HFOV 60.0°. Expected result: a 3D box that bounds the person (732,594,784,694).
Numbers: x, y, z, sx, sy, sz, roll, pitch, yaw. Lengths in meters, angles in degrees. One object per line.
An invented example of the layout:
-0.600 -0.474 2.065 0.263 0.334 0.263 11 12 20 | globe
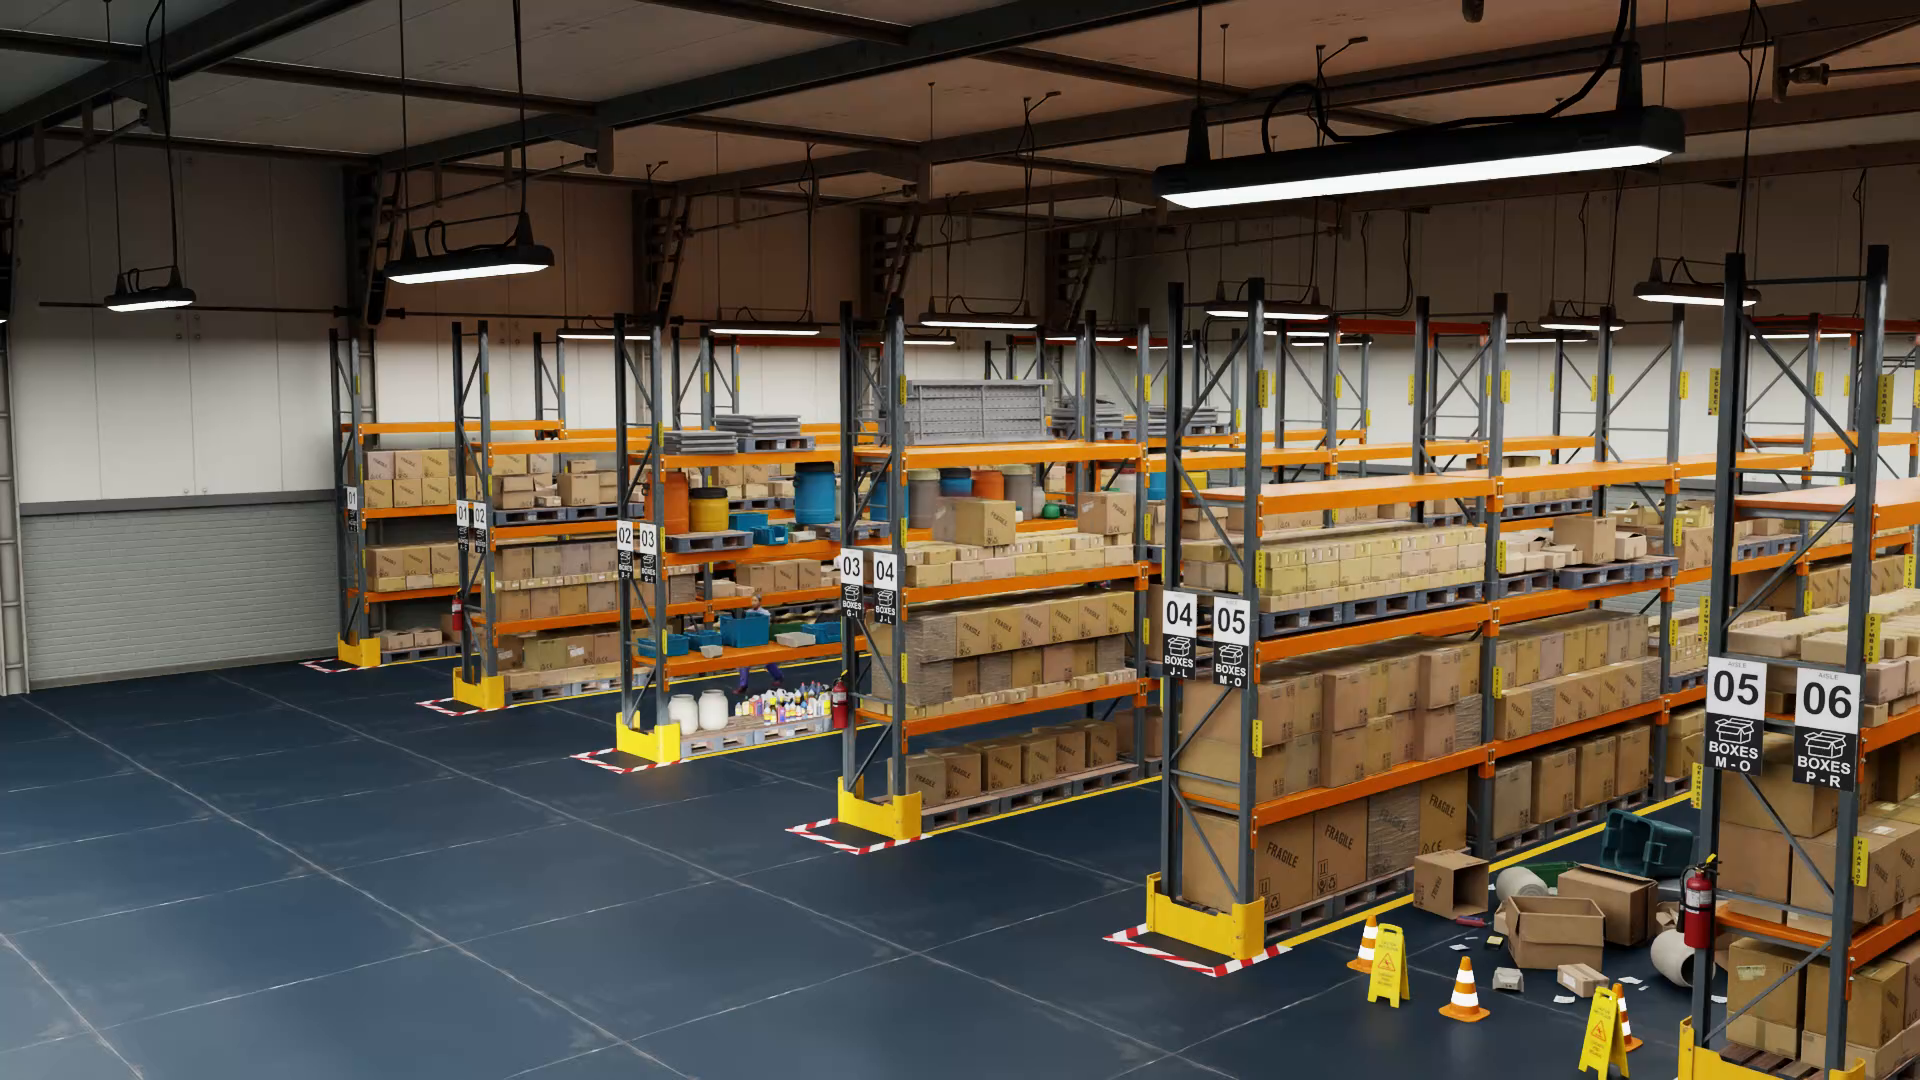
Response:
-3.292 1.672 27.121 0.570 1.592 1.000 4 7 33 | person

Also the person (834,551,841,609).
-2.431 0.942 33.888 0.489 1.768 0.609 -1 6 -14 | person
